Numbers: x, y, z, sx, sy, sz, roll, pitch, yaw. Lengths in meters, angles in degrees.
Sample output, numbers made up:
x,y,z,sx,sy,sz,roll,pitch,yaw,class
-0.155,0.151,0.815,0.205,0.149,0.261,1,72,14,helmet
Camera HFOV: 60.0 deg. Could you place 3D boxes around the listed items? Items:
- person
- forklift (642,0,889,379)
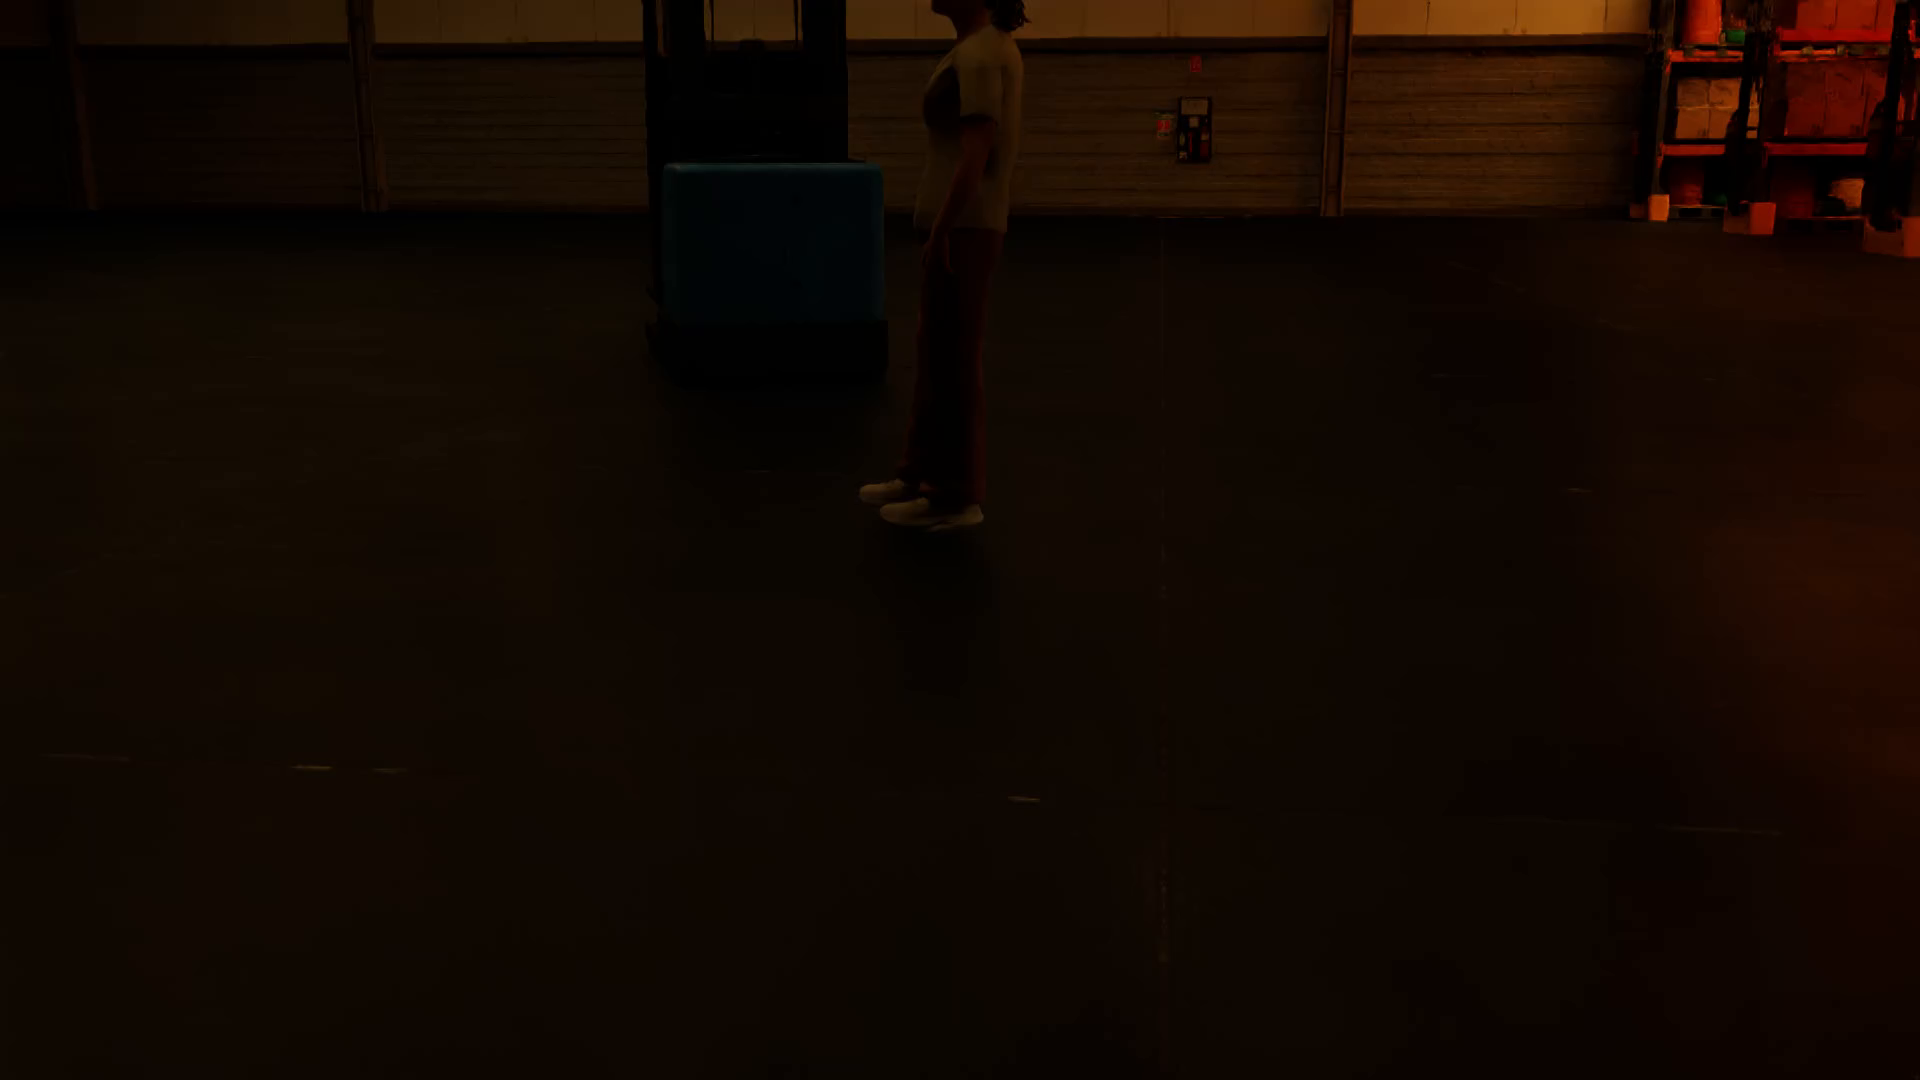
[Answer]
x,y,z,sx,sy,sz,roll,pitch,yaw,class
-0.079,-0.858,4.767,0.533,1.657,0.554,2,13,7,person
-1.218,-2.518,9.277,1.130,2.935,3.031,-3,14,-14,forklift
